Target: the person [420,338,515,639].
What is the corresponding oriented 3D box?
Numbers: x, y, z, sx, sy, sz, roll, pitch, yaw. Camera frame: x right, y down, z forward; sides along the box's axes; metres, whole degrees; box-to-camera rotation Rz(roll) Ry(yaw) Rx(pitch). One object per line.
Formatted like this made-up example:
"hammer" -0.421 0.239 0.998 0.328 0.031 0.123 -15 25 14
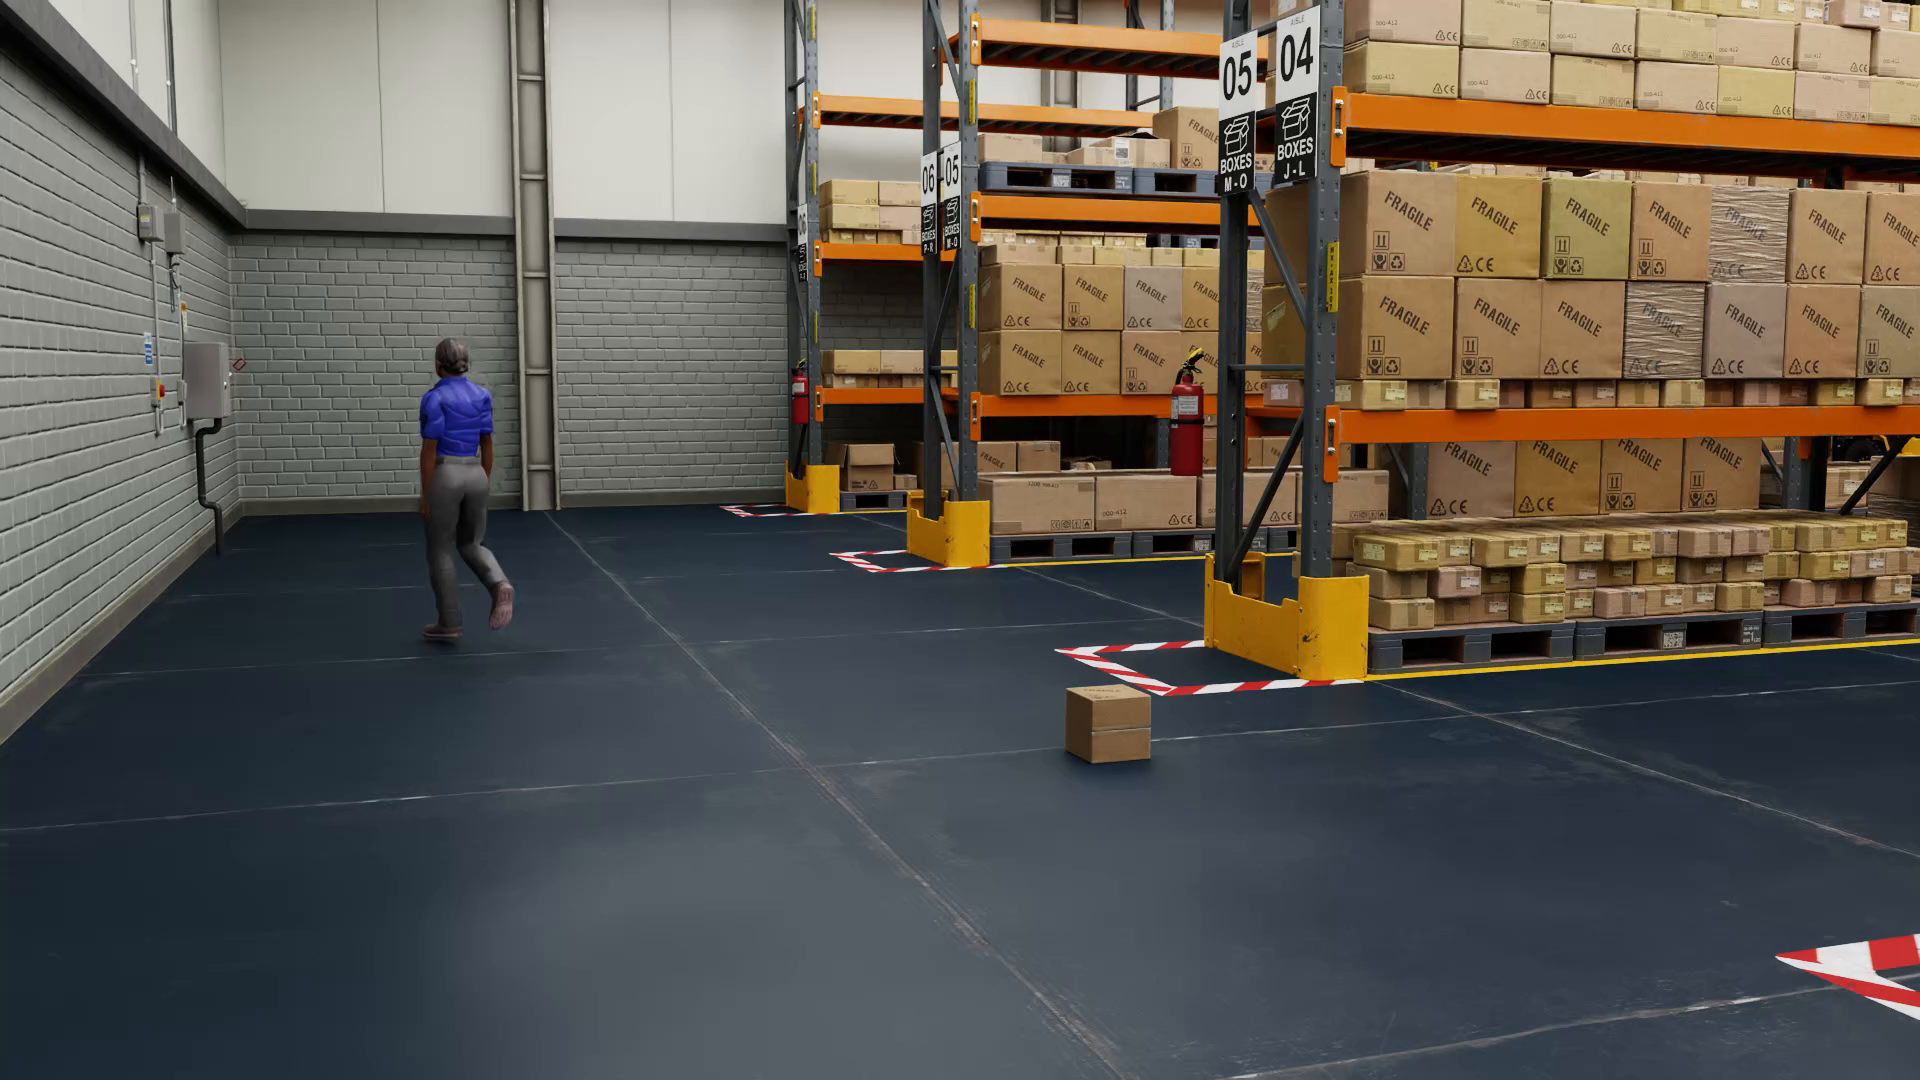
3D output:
"person" -2.715 -0.276 9.069 0.578 1.644 0.440 5 8 39
